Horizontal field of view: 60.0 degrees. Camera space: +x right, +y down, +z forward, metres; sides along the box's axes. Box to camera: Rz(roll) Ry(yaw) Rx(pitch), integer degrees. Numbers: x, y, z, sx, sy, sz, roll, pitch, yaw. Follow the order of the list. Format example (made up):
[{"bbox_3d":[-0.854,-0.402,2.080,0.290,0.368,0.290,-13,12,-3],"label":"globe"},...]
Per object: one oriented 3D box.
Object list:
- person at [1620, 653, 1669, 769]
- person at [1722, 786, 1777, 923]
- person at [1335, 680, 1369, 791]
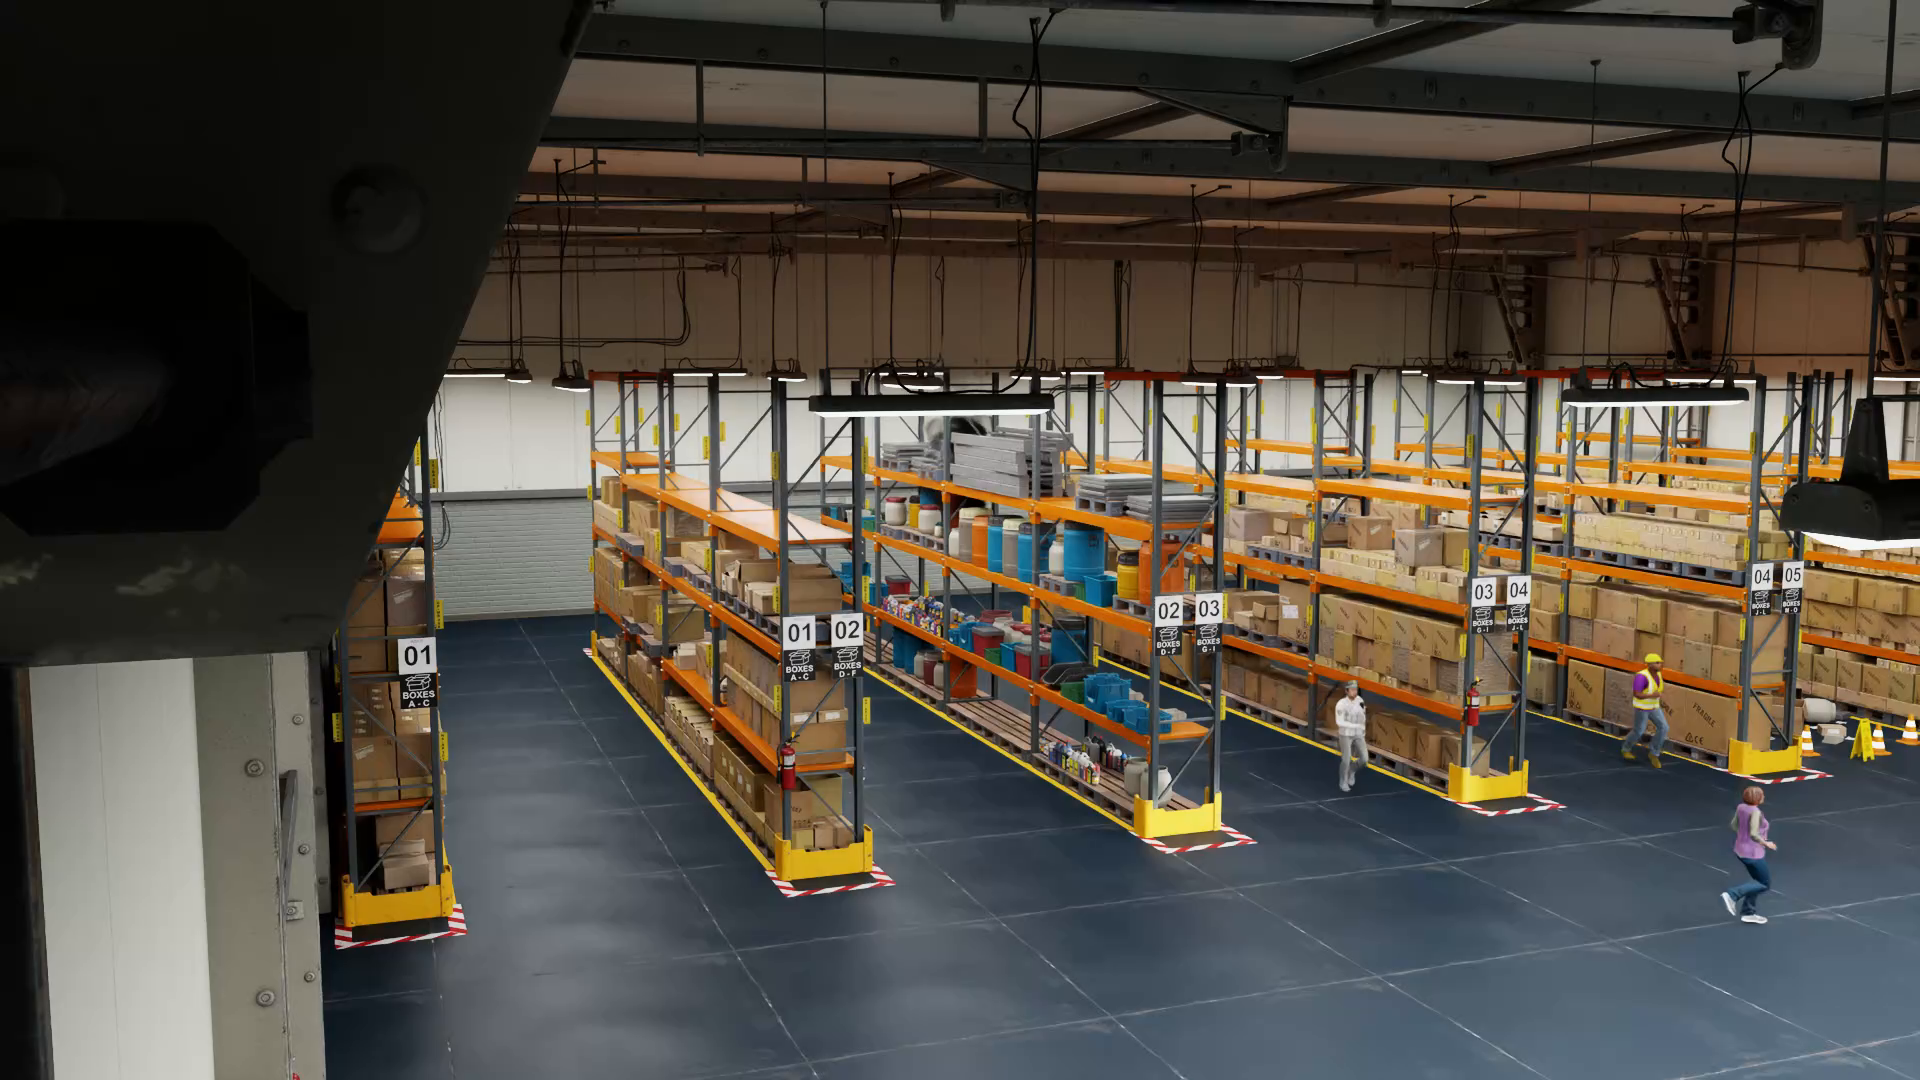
[{"bbox_3d":[10.561,2.610,25.610,0.728,1.793,0.839,-3,7,-28],"label":"person"},{"bbox_3d":[8.761,3.606,18.531,0.557,1.335,0.534,0,6,0],"label":"person"},{"bbox_3d":[5.696,2.831,24.006,0.606,1.659,0.612,-2,7,-18],"label":"person"}]
